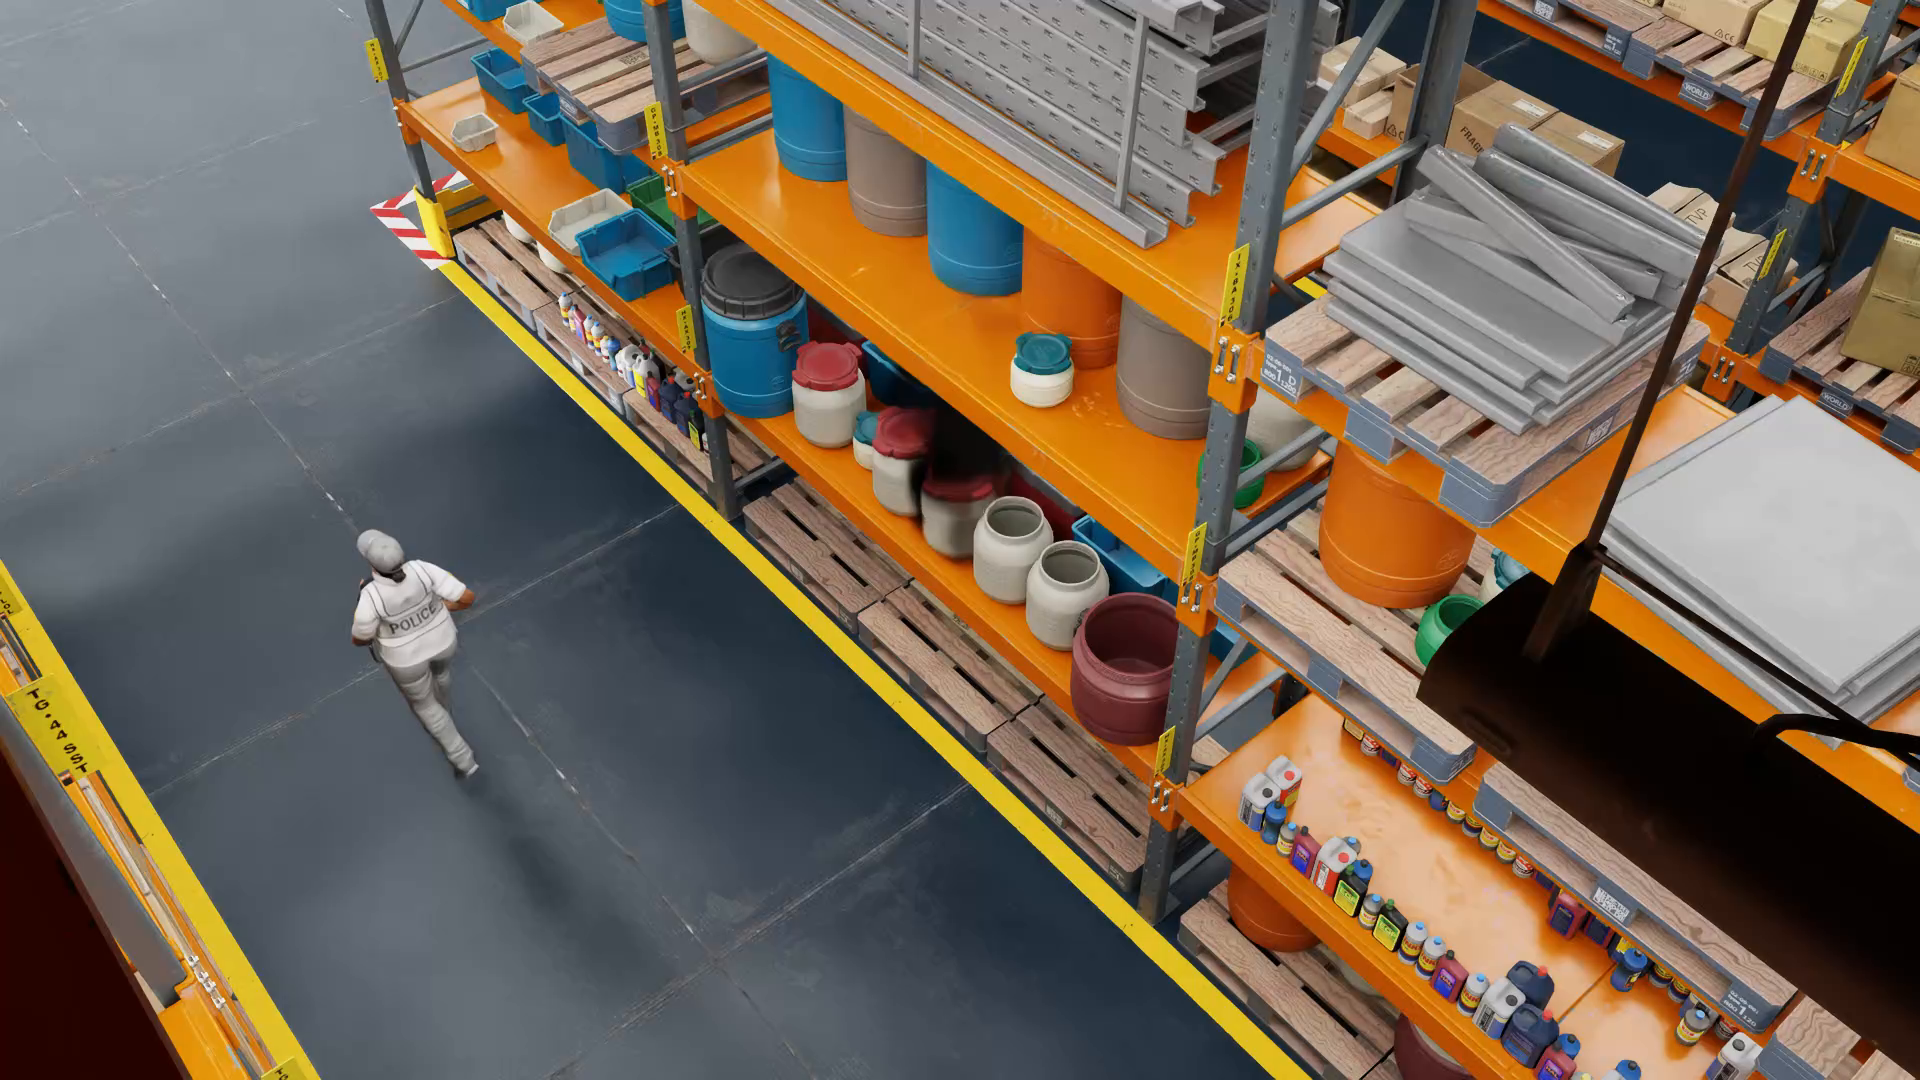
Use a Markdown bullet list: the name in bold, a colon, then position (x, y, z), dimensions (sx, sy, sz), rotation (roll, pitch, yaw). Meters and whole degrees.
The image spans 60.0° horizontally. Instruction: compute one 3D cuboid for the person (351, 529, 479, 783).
- **person**: position (-2.908, 0.572, 8.915), dimensions (0.862, 1.703, 0.615), rotation (36, 56, 29)
